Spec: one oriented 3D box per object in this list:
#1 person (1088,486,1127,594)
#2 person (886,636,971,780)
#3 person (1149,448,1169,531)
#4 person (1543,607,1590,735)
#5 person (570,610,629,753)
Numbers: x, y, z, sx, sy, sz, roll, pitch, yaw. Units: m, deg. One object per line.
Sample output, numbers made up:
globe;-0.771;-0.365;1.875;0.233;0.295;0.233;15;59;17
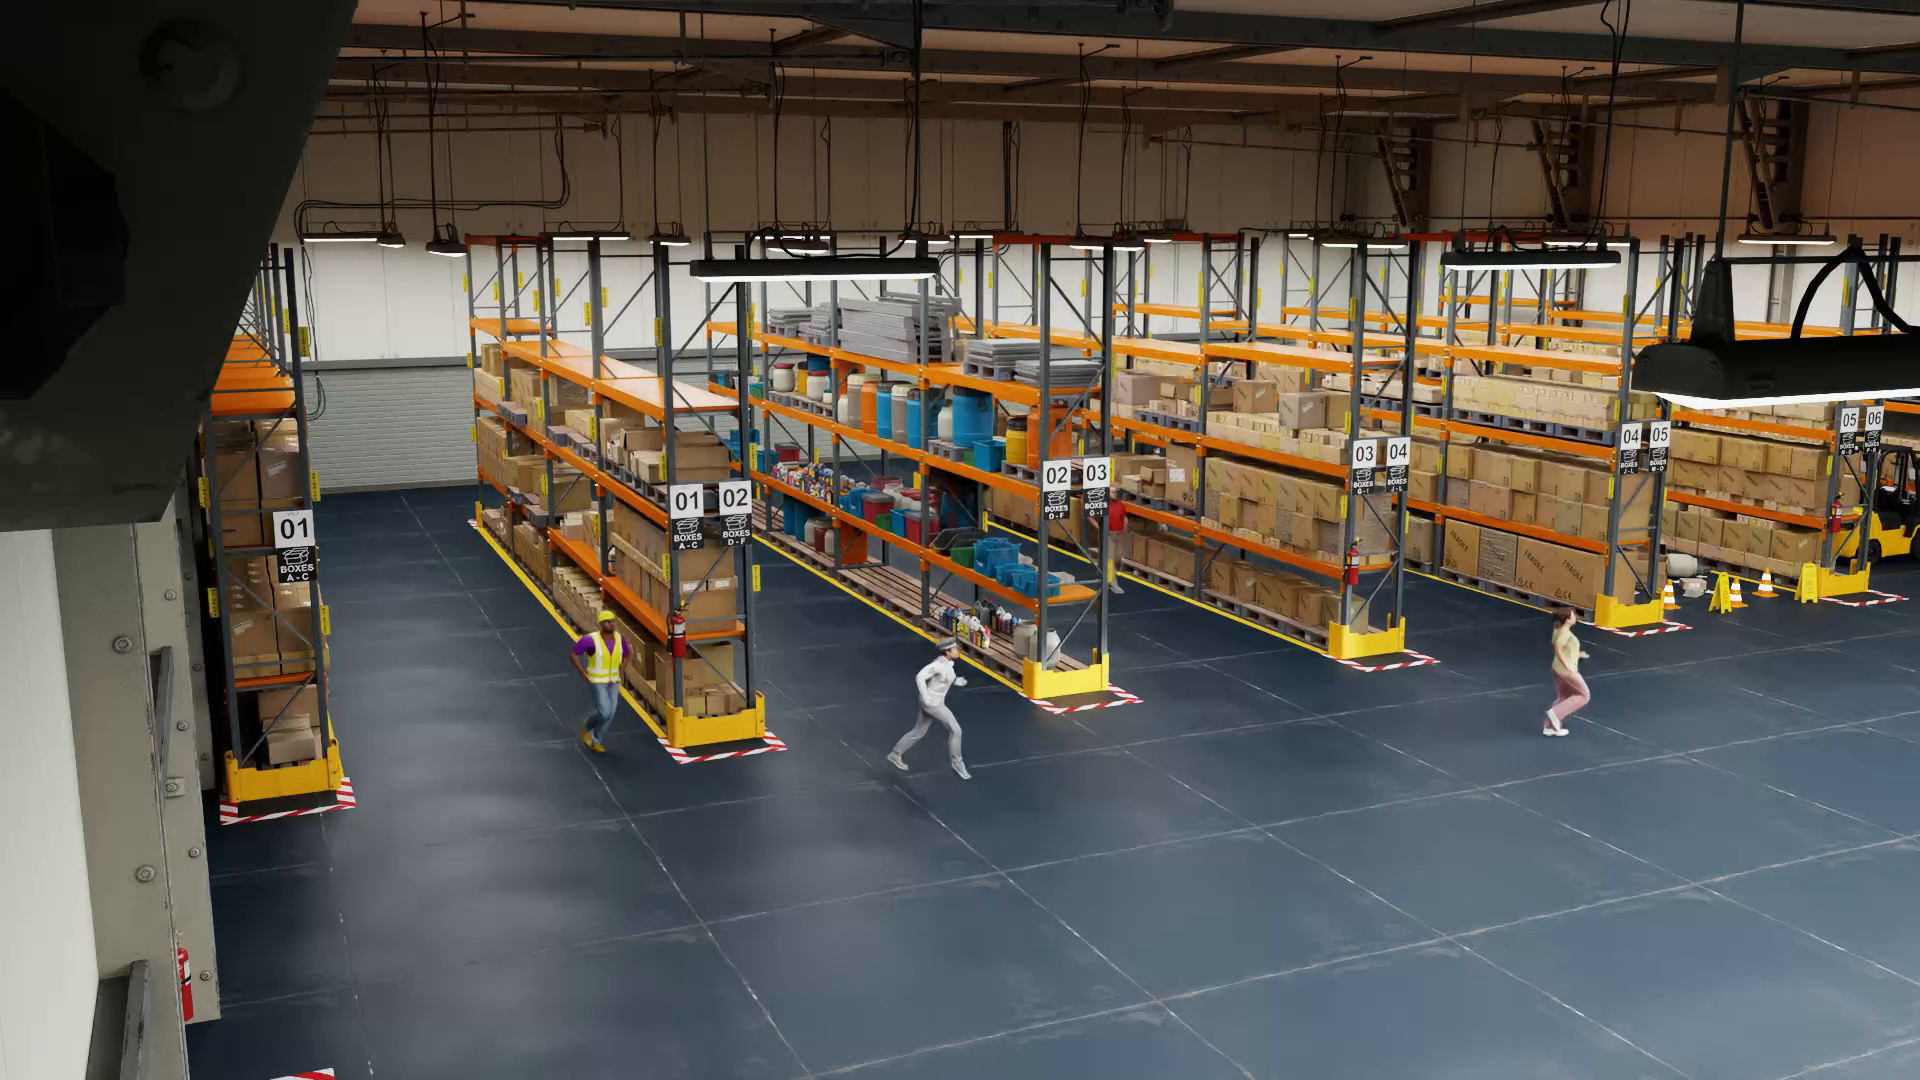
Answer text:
person;2.474;-0.006;27.222;0.672;1.767;0.742;-6;12;-28
person;-0.344;1.914;18.967;0.943;1.693;0.613;0;11;-1
person;3.914;-0.964;33.326;0.659;1.791;0.966;-7;13;-31
person;7.490;1.617;20.482;0.535;1.624;0.568;0;11;-1
person;-4.237;1.692;19.922;0.680;1.721;0.553;-10;15;-43
